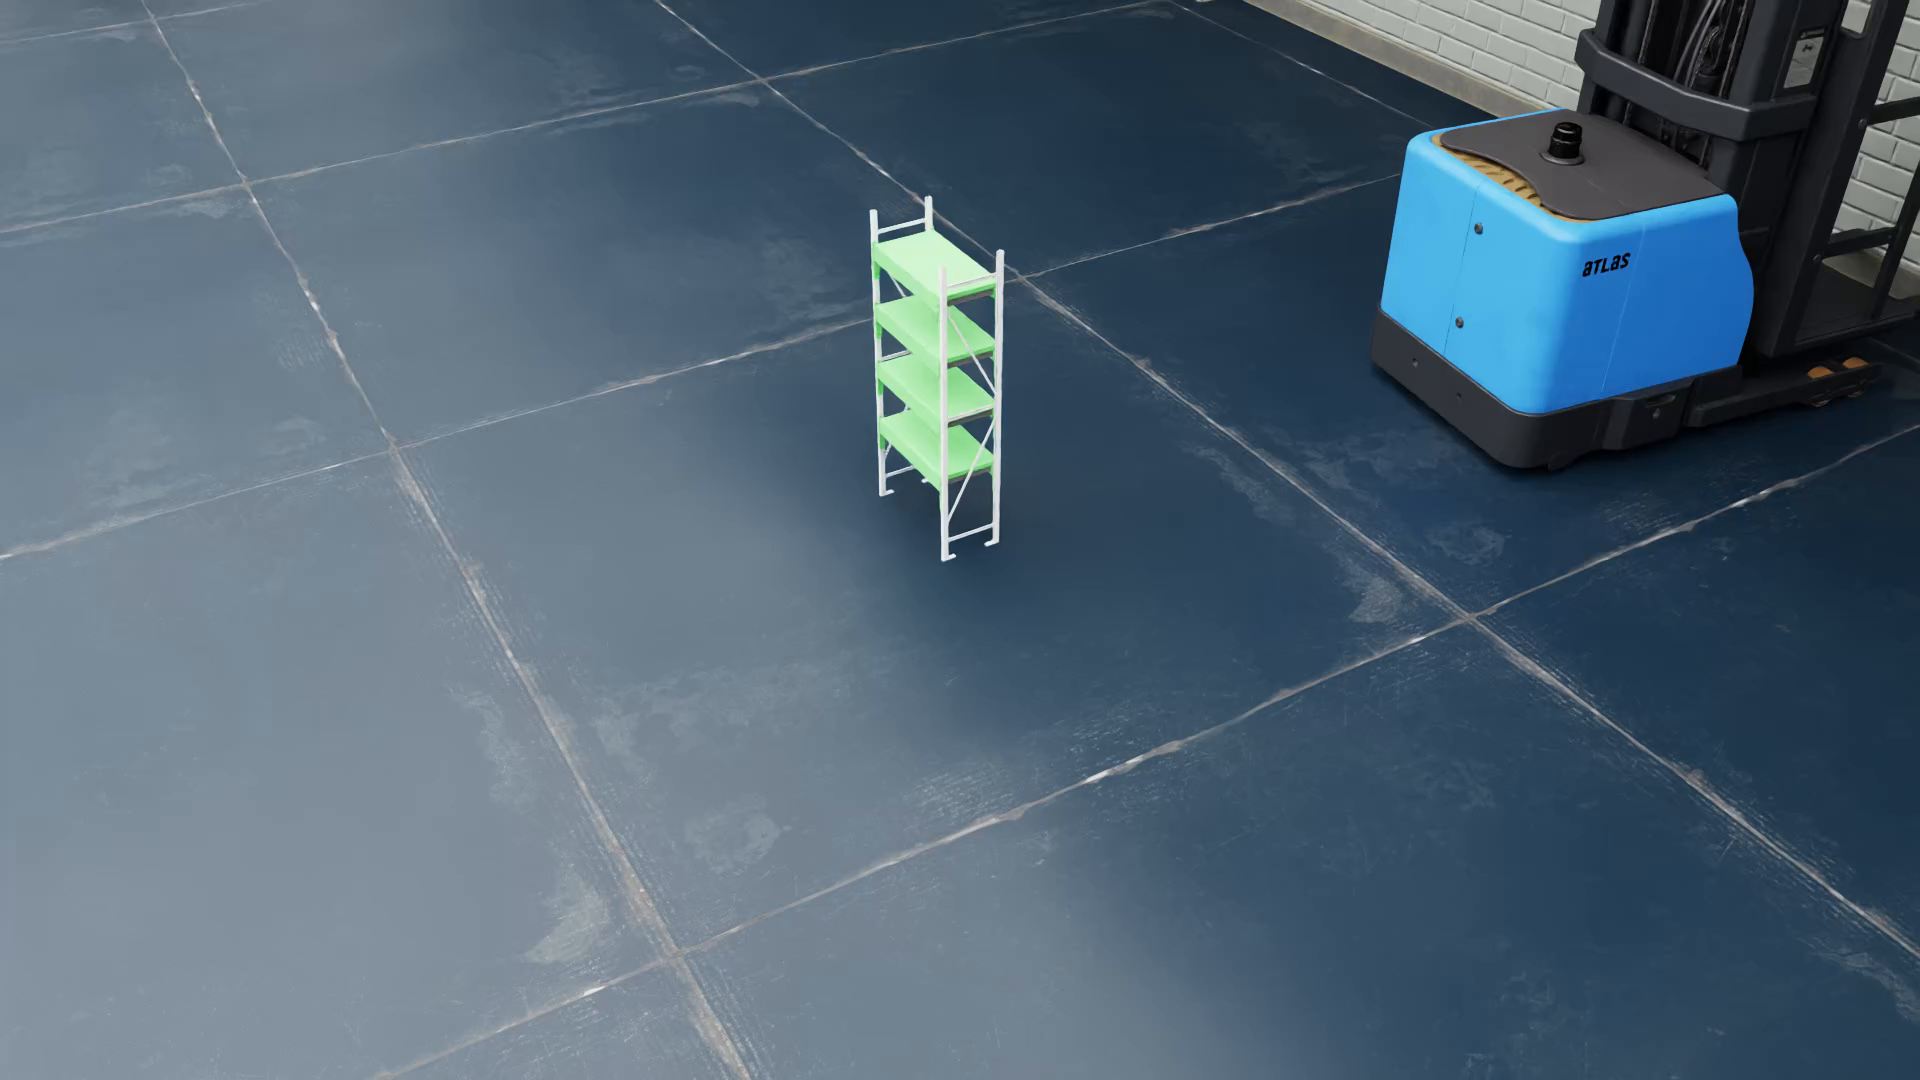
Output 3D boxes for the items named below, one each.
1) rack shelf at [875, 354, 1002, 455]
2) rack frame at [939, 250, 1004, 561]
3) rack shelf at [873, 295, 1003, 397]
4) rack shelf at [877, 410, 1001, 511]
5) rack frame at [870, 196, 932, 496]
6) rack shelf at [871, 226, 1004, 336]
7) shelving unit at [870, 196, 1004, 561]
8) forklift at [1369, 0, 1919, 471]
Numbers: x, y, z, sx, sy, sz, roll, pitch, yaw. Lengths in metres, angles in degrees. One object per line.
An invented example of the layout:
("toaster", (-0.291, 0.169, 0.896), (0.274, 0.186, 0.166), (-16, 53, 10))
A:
("rack shelf", (-0.083, -0.517, 6.049), (0.258, 0.148, 0.480), (-19, 40, -24))
("rack frame", (0.039, -0.445, 5.841), (0.240, 1.200, 0.015), (-19, 40, -24))
("rack shelf", (-0.083, -0.711, 5.908), (0.258, 0.148, 0.480), (-19, 40, -24))
("rack shelf", (-0.083, -0.324, 6.191), (0.258, 0.148, 0.480), (-19, 40, -24))
("rack frame", (-0.206, -0.693, 6.182), (0.240, 1.200, 0.015), (-19, 40, -24))
("rack shelf", (-0.083, -0.905, 5.766), (0.258, 0.148, 0.480), (-19, 40, -24))
("shelving unit", (-0.083, -0.569, 6.012), (0.258, 1.200, 0.503), (-19, 40, -24))
("forklift", (3.343, -2.019, 6.530), (3.031, 2.935, 1.130), (-14, 38, -18))
